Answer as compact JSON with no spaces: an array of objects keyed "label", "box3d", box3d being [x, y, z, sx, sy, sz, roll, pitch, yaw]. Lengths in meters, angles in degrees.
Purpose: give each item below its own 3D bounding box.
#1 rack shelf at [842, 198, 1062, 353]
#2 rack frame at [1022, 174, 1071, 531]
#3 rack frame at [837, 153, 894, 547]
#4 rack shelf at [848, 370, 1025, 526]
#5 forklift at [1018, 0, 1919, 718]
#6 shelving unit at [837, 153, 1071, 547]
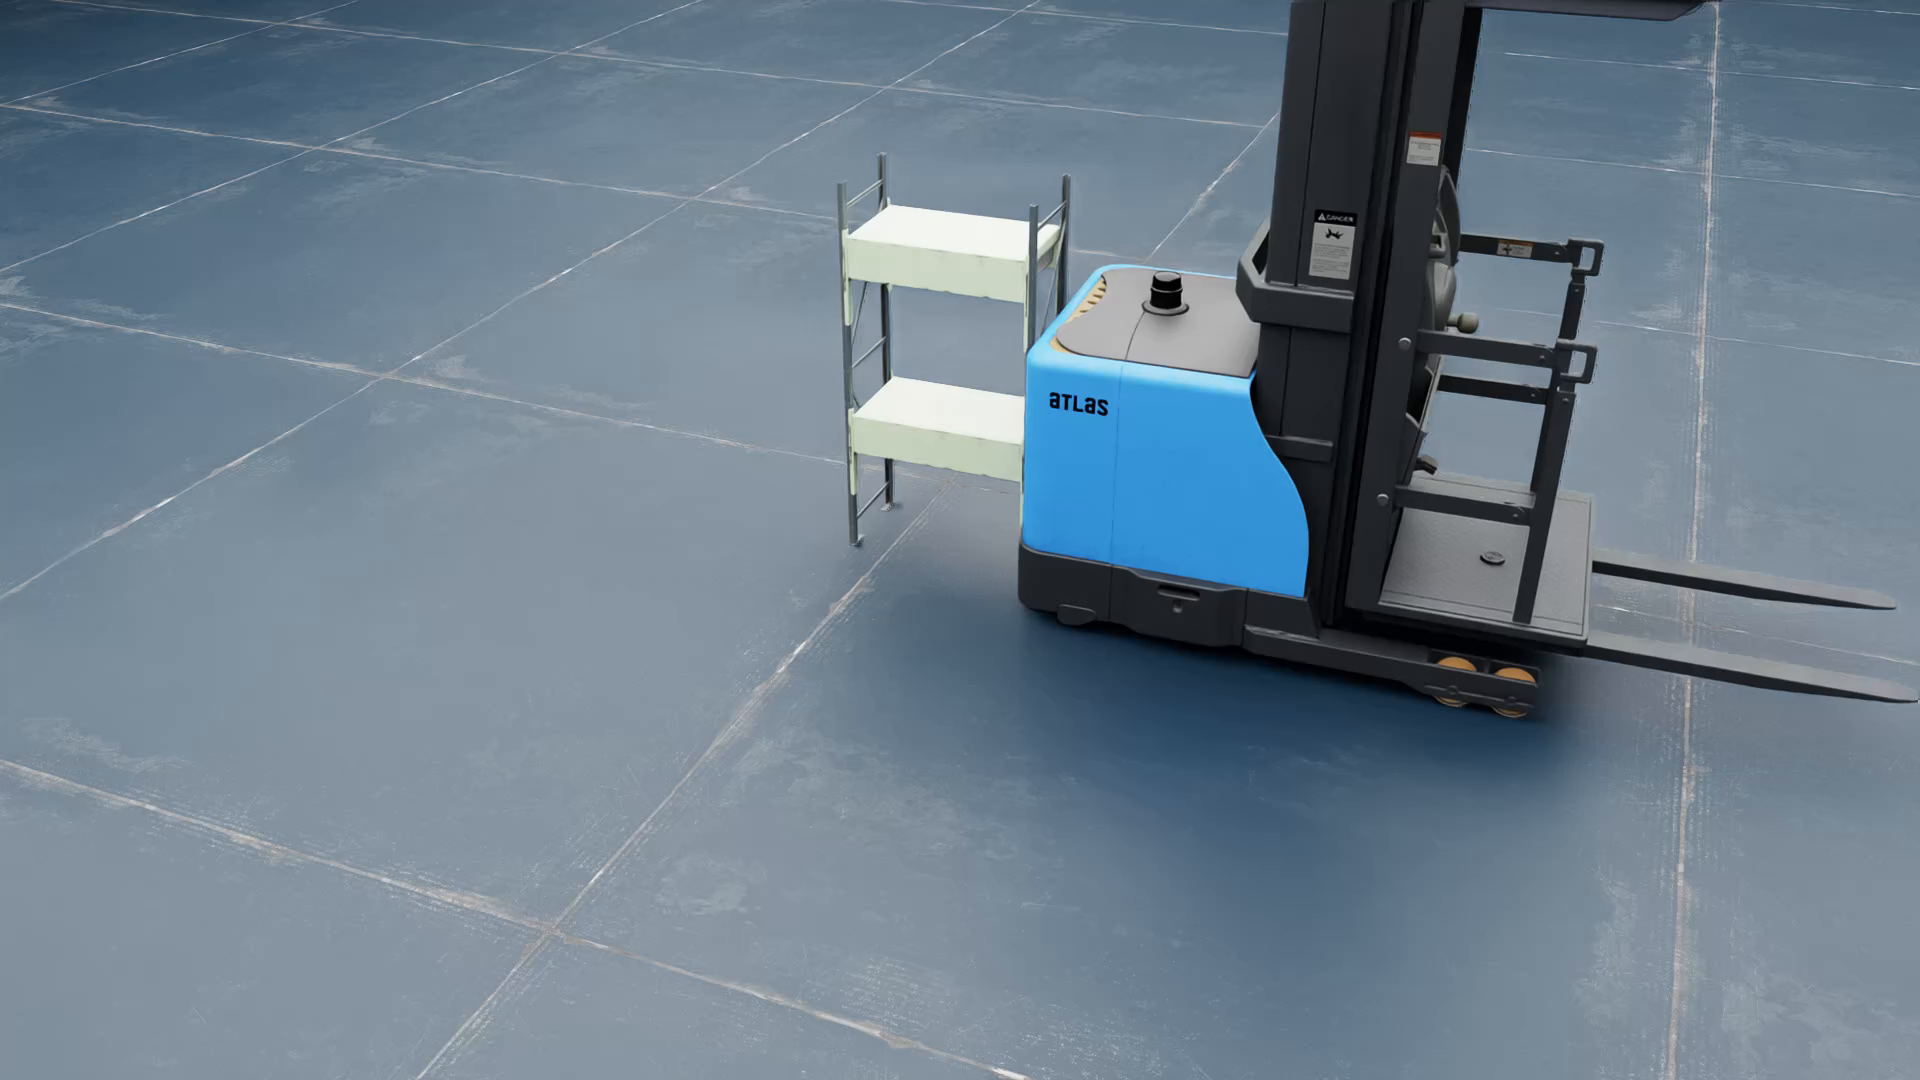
[{"label":"rack shelf","box3d":[-0.020,-0.995,6.192,0.720,0.370,0.431,11,31,18]},{"label":"rack frame","box3d":[0.321,-0.590,6.268,0.023,1.500,0.400,11,31,18]},{"label":"rack frame","box3d":[-0.362,-0.720,6.498,0.023,1.500,0.400,11,31,18]},{"label":"rack shelf","box3d":[-0.021,-0.370,6.543,0.720,0.370,0.431,11,31,18]},{"label":"forklift","box3d":[1.789,-0.966,5.480,3.031,2.935,1.130,10,31,17]},{"label":"shelving unit","box3d":[-0.020,-0.655,6.383,0.755,1.500,0.431,11,31,18]}]
